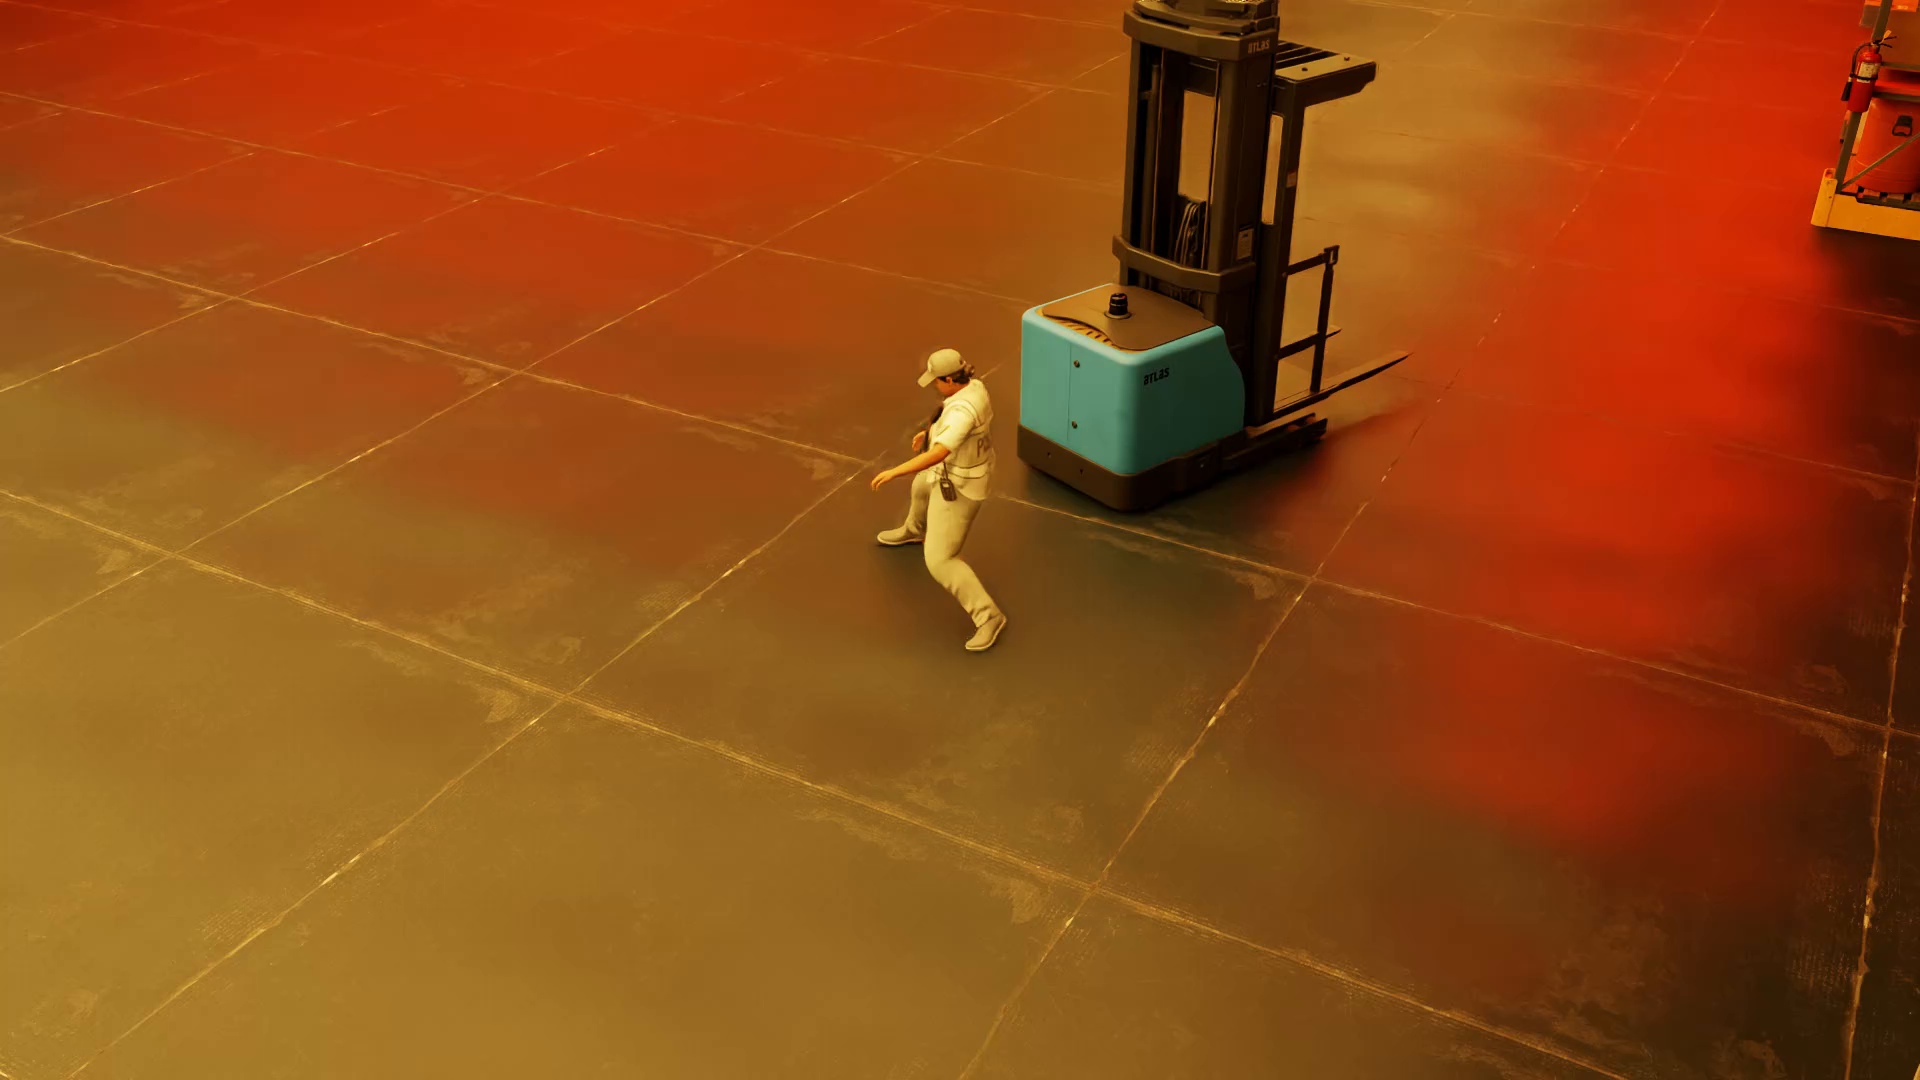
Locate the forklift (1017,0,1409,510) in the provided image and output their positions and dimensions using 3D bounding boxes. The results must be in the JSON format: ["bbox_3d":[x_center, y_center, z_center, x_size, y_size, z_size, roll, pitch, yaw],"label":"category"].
[{"bbox_3d":[1.827,-2.050,10.622,3.031,2.935,1.130,-22,37,-34],"label":"forklift"}]

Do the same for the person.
[{"bbox_3d":[-0.125,-0.340,9.146,0.946,1.497,1.134,7,31,11],"label":"person"}]
